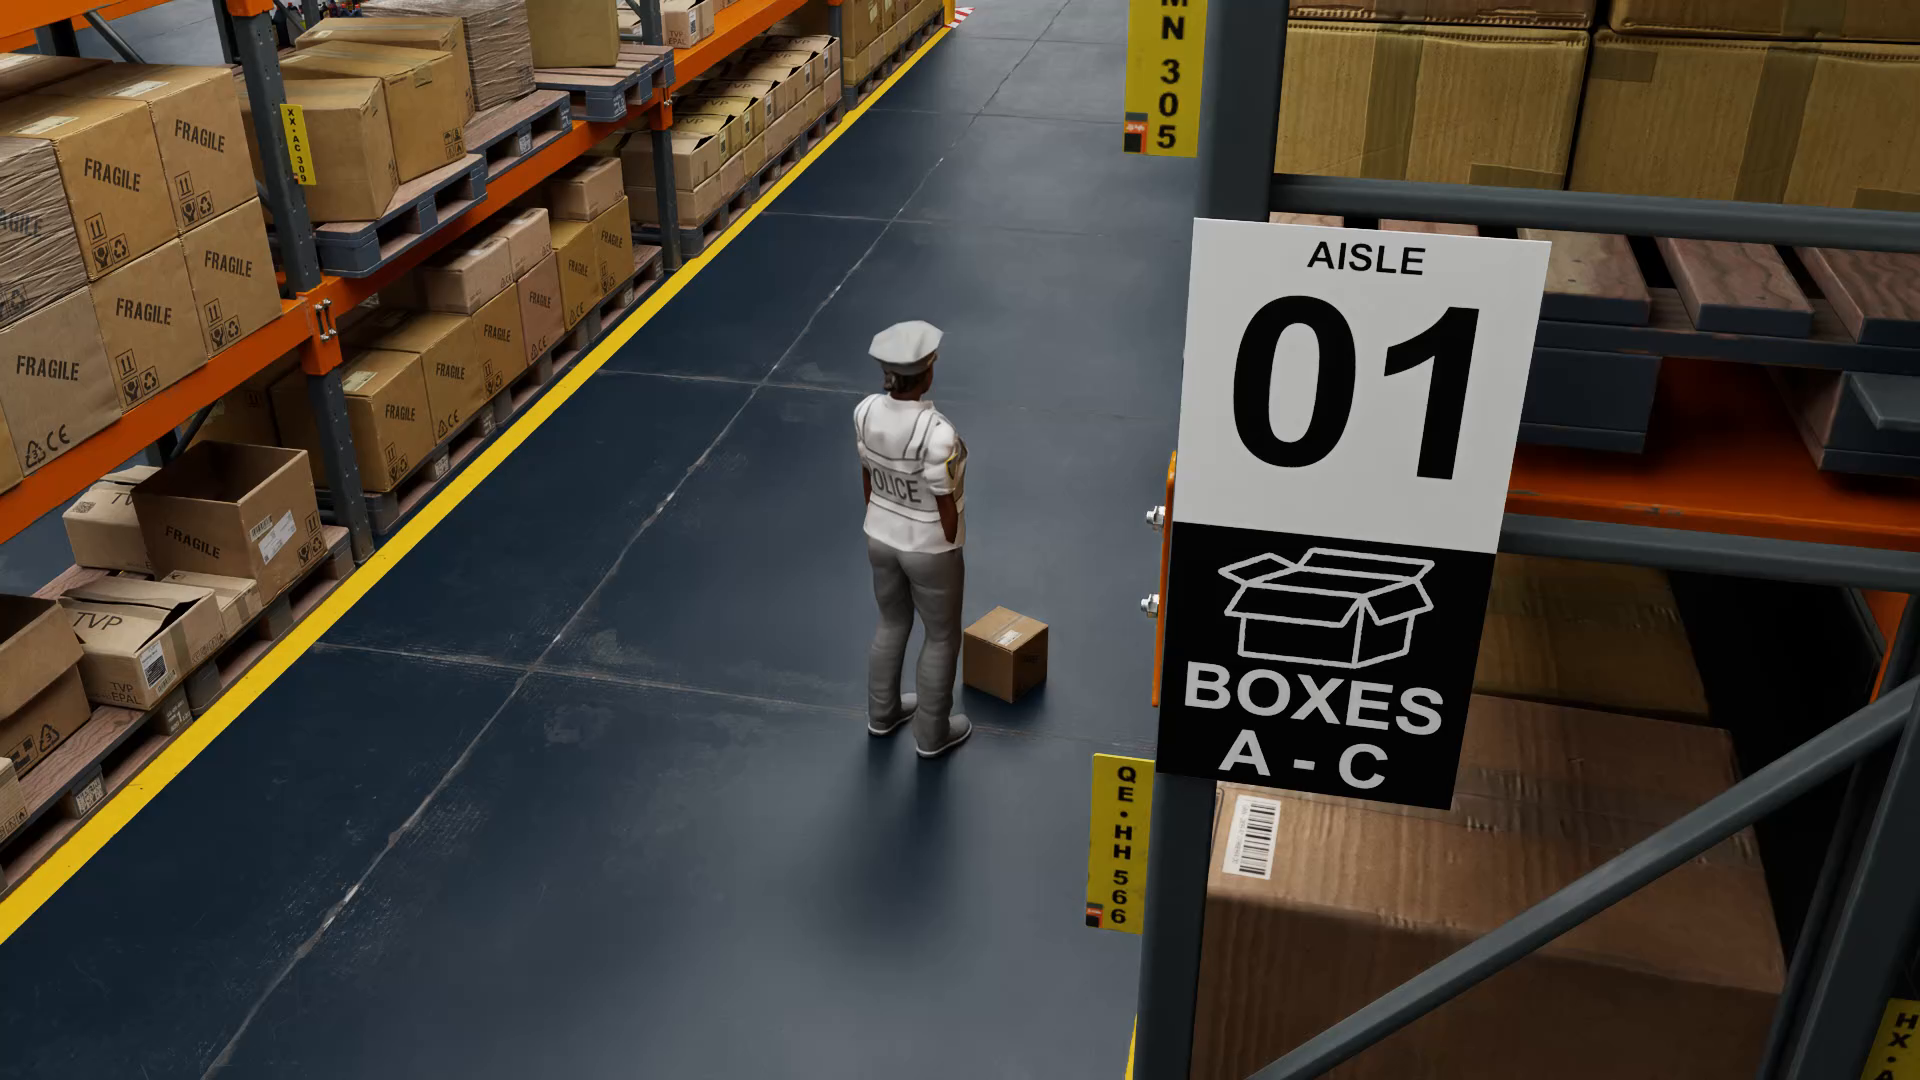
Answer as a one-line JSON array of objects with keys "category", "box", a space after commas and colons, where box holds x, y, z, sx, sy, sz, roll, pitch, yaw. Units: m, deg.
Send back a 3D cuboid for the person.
[{"category": "person", "box": [-0.168, 0.010, 6.109, 0.437, 1.666, 0.341, 21, 35, 33]}]
